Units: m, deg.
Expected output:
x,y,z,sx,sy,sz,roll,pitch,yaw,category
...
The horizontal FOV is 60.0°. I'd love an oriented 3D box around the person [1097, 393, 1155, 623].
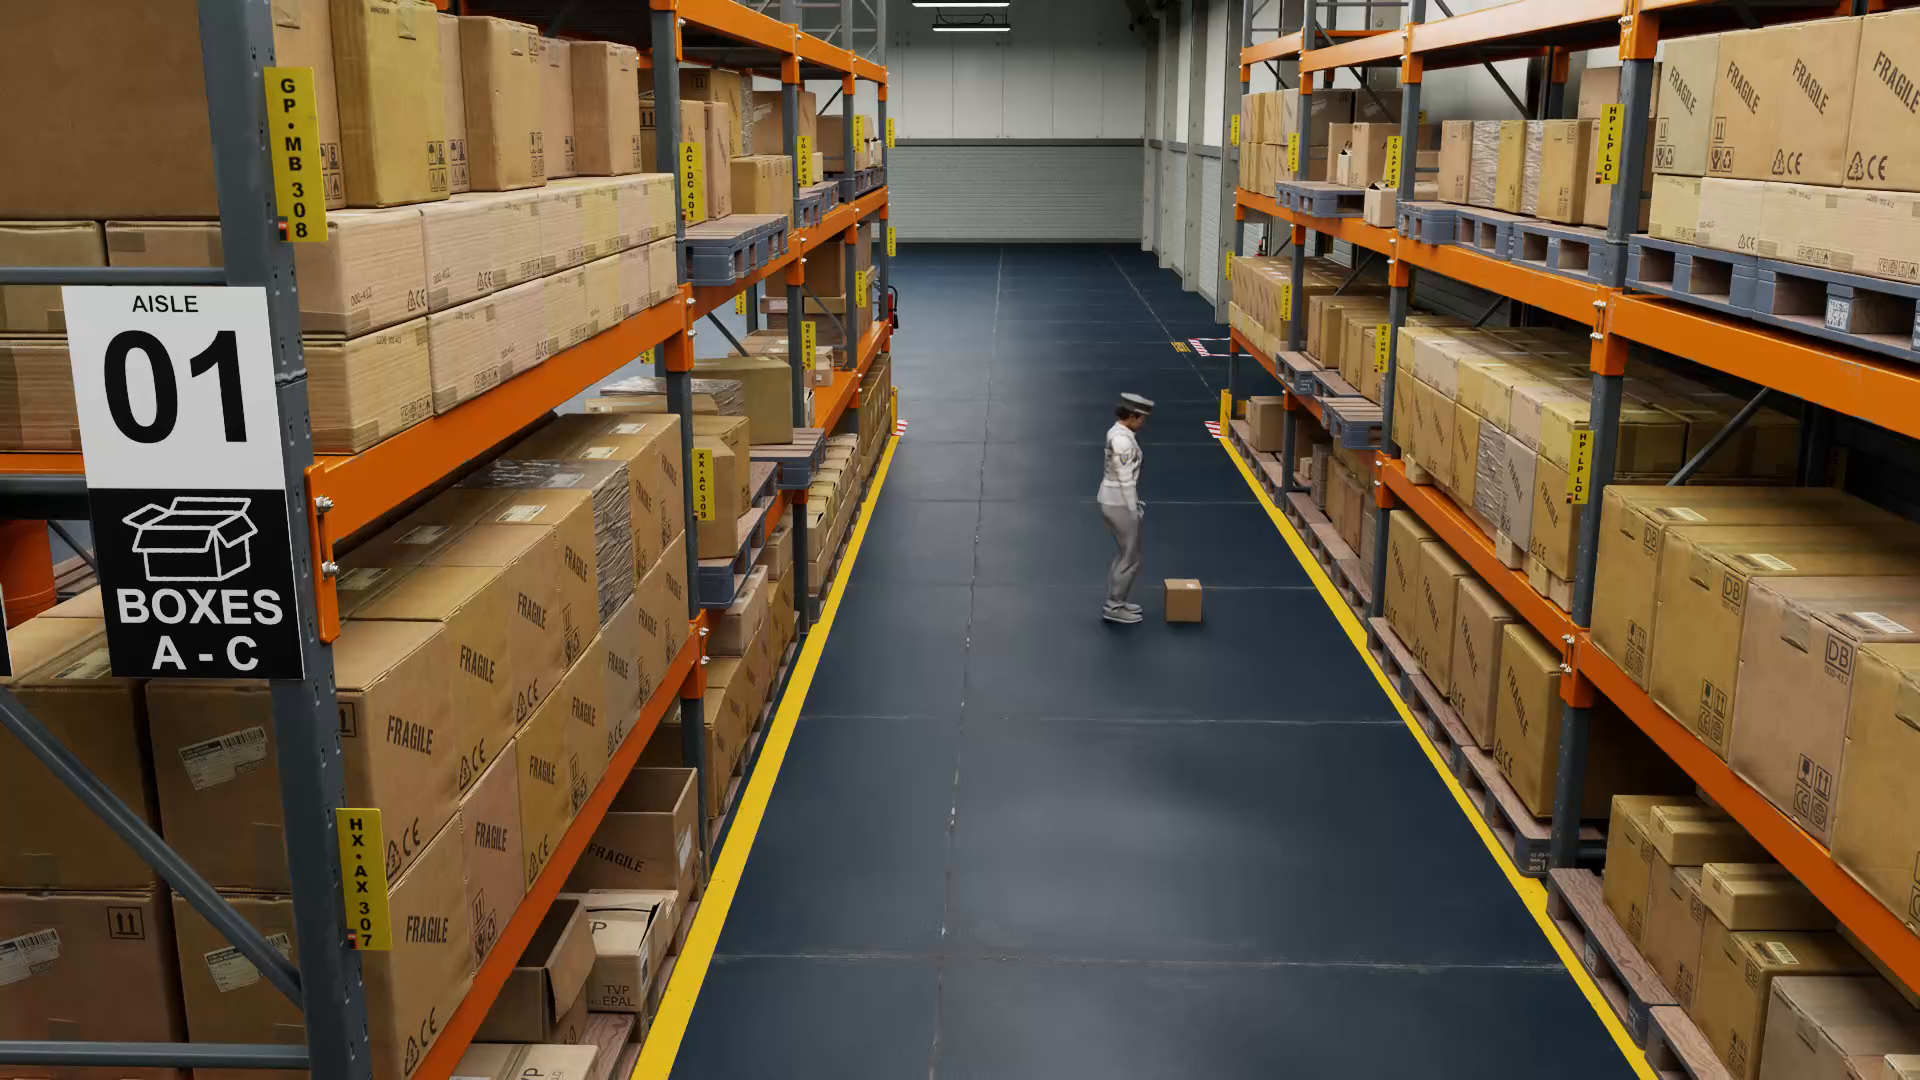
x,y,z,sx,sy,sz,roll,pitch,yaw,category
1.189,-0.239,12.019,0.395,1.648,0.488,1,14,3,person
